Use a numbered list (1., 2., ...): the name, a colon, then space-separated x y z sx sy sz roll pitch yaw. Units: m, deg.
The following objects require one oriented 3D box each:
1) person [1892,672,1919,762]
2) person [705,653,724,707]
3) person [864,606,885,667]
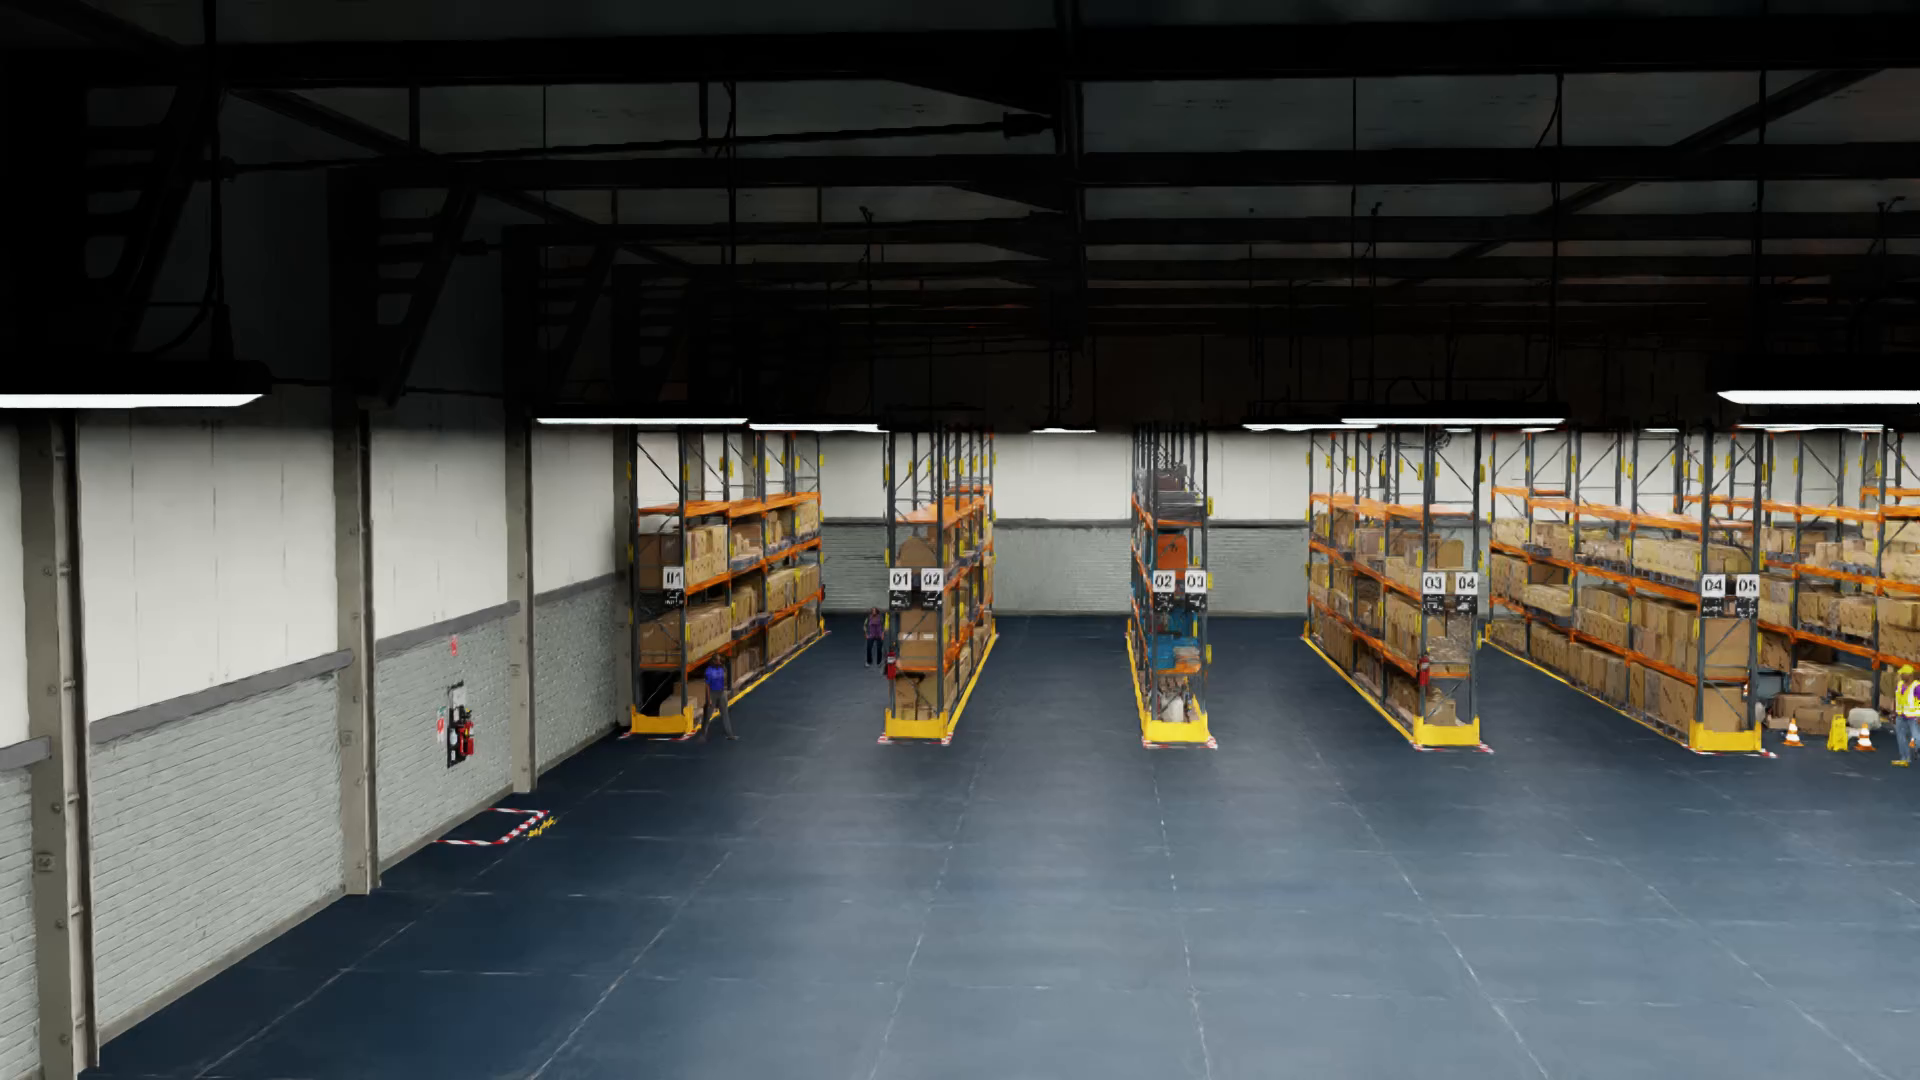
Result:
1. person: 16.469 3.018 28.788 0.501 1.660 0.644 -1 4 -22
2. person: -4.548 2.597 31.025 0.282 0.994 0.483 3 5 42
3. person: -2.095 2.425 40.902 0.537 1.434 0.519 0 4 2
